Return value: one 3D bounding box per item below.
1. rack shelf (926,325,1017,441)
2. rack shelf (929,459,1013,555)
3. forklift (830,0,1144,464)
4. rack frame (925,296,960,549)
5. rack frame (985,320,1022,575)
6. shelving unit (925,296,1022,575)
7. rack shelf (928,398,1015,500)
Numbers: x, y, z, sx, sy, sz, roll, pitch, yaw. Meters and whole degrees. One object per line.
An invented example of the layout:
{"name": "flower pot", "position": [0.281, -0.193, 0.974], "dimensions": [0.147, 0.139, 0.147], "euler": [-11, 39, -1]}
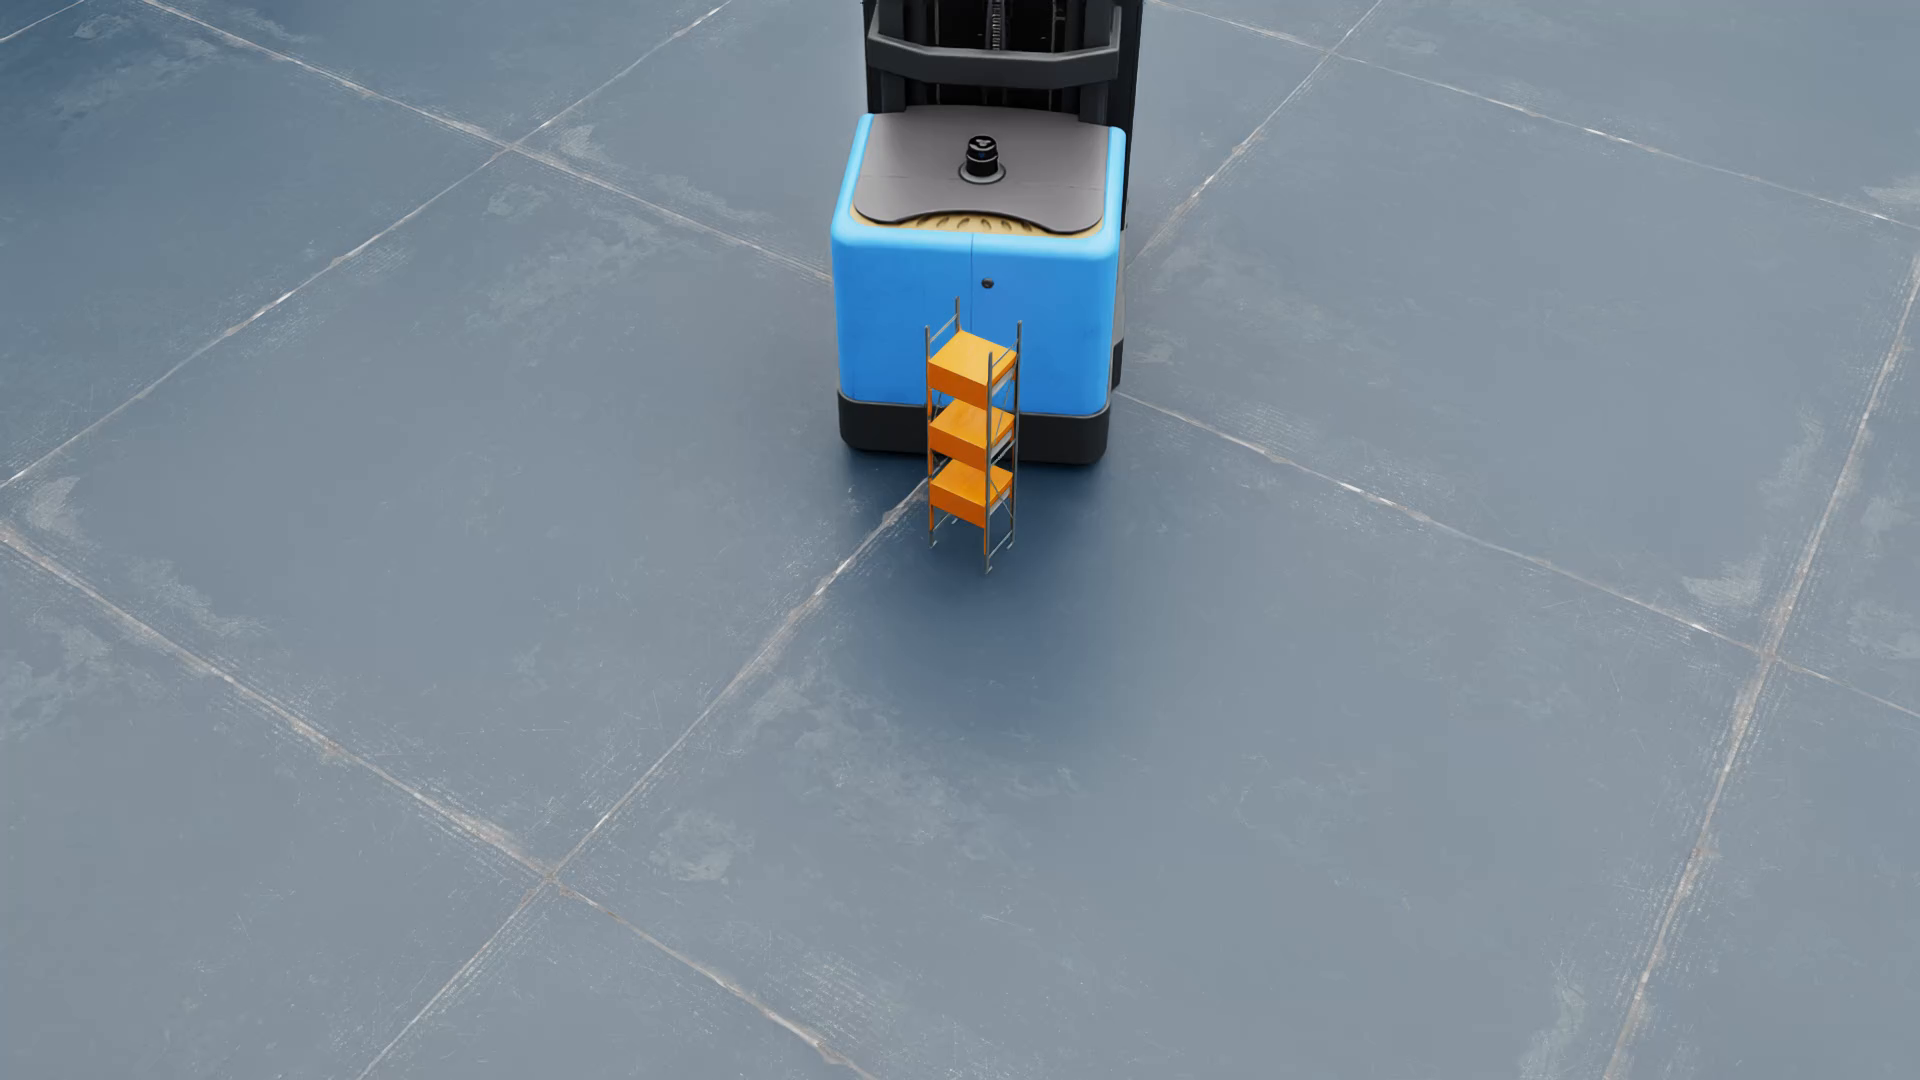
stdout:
{"name": "rack shelf", "position": [0.045, -0.536, 5.657], "dimensions": [0.240, 0.259, 0.215], "euler": [25, 51, 22]}
{"name": "rack shelf", "position": [0.045, -0.144, 6.060], "dimensions": [0.240, 0.259, 0.215], "euler": [25, 51, 22]}
{"name": "forklift", "position": [0.191, -2.375, 6.514], "dimensions": [1.130, 2.935, 3.031], "euler": [4, 46, 4]}
{"name": "rack frame", "position": [-0.058, -0.392, 5.899], "dimensions": [0.008, 1.050, 0.200], "euler": [25, 51, 22]}
{"name": "rack frame", "position": [0.148, -0.298, 5.807], "dimensions": [0.008, 1.050, 0.200], "euler": [25, 51, 22]}
{"name": "shelving unit", "position": [0.045, -0.345, 5.853], "dimensions": [0.252, 1.050, 0.215], "euler": [25, 51, 22]}
{"name": "rack shelf", "position": [0.045, -0.338, 5.861], "dimensions": [0.240, 0.259, 0.215], "euler": [25, 51, 22]}
